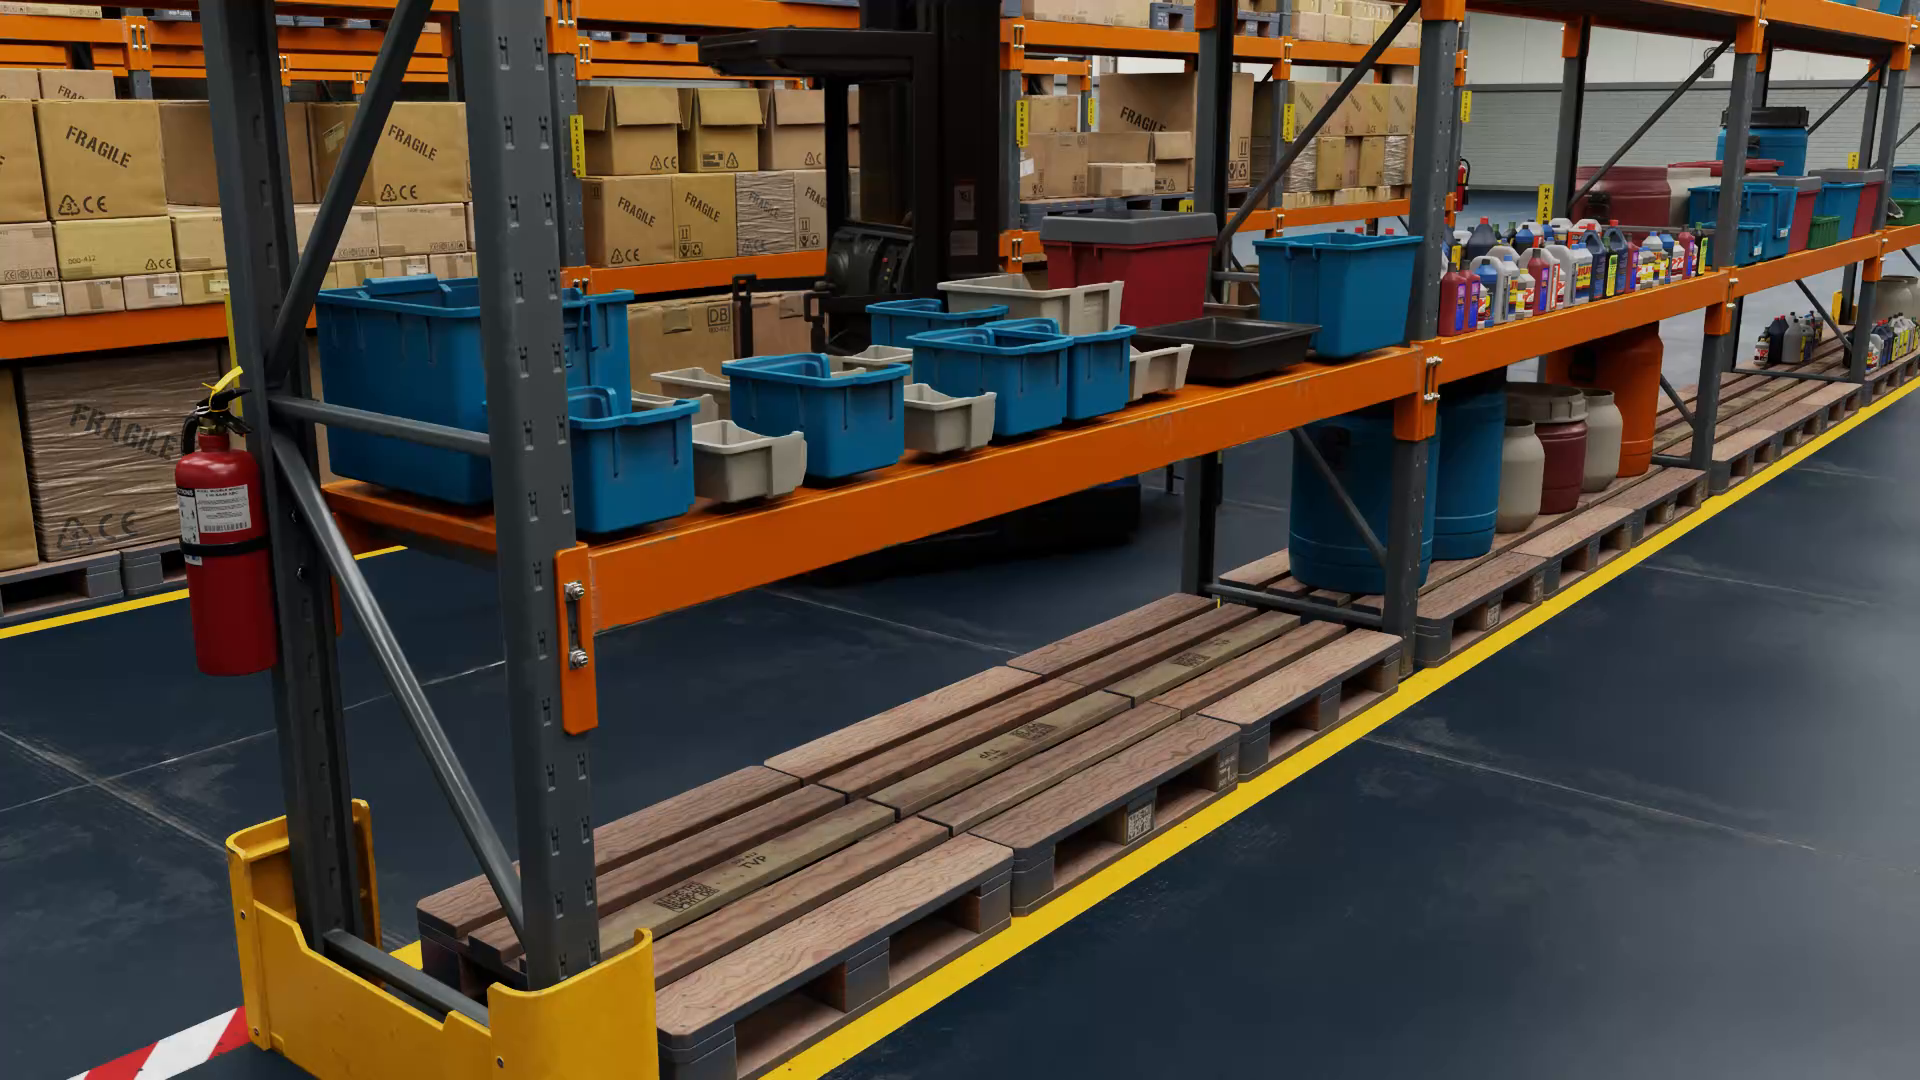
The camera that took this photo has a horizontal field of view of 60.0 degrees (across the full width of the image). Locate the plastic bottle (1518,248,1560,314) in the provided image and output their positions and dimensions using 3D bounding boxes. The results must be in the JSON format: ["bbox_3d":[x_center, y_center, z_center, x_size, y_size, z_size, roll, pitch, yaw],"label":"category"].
[{"bbox_3d":[2.523,-1.136,7.256,0.152,0.276,0.135,11,18,38],"label":"plastic bottle"}]

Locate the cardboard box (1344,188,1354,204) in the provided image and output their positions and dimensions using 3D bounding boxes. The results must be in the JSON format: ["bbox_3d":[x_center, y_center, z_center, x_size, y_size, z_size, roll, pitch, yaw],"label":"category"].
[{"bbox_3d":[3.665,-3.404,16.441,0.380,0.149,0.250,11,18,38],"label":"cardboard box"}]

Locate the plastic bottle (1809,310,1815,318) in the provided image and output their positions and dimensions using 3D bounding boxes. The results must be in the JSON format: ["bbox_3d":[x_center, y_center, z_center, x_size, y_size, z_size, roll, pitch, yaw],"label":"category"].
[{"bbox_3d":[7.357,-1.845,14.416,0.061,0.283,0.133,12,18,38],"label":"plastic bottle"}]

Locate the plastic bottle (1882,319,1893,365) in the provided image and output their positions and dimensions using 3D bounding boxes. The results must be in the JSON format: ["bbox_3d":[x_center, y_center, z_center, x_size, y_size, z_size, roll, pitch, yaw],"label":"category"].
[{"bbox_3d":[7.330,-1.577,13.227,0.144,0.351,0.185,10,18,35],"label":"plastic bottle"}]

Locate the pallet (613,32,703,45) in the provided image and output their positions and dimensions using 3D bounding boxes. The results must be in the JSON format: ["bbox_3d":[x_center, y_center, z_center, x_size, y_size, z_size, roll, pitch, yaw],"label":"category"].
[{"bbox_3d":[-2.715,-5.017,16.572,1.003,0.211,1.213,12,19,40],"label":"pallet"}]

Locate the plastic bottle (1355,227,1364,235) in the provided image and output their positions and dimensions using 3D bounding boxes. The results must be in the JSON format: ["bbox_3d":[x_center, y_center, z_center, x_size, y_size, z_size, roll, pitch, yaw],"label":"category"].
[{"bbox_3d":[1.793,-1.228,7.463,0.144,0.351,0.185,11,18,38],"label":"plastic bottle"}]

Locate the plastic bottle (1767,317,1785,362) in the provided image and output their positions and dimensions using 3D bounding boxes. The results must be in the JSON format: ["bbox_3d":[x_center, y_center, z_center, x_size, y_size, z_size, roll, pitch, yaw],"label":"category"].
[{"bbox_3d":[6.562,-1.619,13.390,0.144,0.351,0.185,11,18,36],"label":"plastic bottle"}]

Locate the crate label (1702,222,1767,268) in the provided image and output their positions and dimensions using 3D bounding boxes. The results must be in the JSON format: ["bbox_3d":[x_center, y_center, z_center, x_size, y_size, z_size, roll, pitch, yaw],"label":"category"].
[{"bbox_3d":[4.424,-1.697,9.551,0.303,0.233,0.416,11,18,38],"label":"crate label"}]

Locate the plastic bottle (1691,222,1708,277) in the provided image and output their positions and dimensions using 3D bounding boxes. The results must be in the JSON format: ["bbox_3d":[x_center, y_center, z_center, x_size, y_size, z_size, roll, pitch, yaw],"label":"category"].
[{"bbox_3d":[3.945,-1.555,8.891,0.061,0.283,0.133,11,18,38],"label":"plastic bottle"}]

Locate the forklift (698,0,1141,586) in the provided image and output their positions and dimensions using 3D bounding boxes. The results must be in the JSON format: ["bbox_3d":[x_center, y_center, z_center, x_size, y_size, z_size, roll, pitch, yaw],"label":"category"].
[{"bbox_3d":[-0.624,-1.354,8.002,3.031,2.935,1.130,-7,16,-25],"label":"forklift"}]

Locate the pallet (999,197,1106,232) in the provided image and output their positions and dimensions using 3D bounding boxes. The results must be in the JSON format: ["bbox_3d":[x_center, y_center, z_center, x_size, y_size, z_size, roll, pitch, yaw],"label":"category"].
[{"bbox_3d":[0.380,-2.582,13.084,1.213,0.211,1.003,11,18,38],"label":"pallet"}]

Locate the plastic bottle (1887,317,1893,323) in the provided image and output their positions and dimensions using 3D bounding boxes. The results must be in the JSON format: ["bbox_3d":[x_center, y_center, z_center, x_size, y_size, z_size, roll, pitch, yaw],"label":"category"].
[{"bbox_3d":[7.819,-1.737,13.992,0.061,0.283,0.133,11,18,38],"label":"plastic bottle"}]

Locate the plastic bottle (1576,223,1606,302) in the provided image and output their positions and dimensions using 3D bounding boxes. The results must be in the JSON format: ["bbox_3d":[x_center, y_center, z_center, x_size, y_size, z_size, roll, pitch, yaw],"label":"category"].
[{"bbox_3d":[2.894,-1.284,7.686,0.144,0.351,0.185,11,18,38],"label":"plastic bottle"}]

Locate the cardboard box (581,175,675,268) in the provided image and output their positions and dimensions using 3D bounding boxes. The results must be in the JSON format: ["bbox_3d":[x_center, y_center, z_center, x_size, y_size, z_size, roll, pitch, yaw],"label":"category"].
[{"bbox_3d":[-2.015,-1.854,9.625,0.500,0.500,0.500,11,18,38],"label":"cardboard box"}]

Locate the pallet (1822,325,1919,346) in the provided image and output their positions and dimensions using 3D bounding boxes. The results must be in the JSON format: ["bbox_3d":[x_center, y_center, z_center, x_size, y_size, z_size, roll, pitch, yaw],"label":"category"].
[{"bbox_3d":[8.370,-1.759,15.120,1.003,0.211,1.213,11,18,38],"label":"pallet"}]

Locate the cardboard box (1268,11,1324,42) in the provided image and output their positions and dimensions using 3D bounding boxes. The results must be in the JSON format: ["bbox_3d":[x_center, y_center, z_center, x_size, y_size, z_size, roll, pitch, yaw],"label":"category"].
[{"bbox_3d":[3.011,-4.716,15.306,0.500,0.250,0.500,10,18,35],"label":"cardboard box"}]

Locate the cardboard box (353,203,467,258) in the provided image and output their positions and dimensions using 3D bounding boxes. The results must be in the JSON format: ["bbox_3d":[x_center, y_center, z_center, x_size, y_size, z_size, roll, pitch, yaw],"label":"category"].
[{"bbox_3d":[-2.896,-1.603,8.540,0.500,0.250,0.500,12,19,39],"label":"cardboard box"}]

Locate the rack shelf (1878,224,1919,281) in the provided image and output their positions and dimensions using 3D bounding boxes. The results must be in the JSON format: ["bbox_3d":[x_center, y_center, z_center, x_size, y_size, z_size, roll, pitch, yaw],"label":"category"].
[{"bbox_3d":[7.639,-2.556,14.053,1.077,0.370,4.000,11,18,38],"label":"rack shelf"}]

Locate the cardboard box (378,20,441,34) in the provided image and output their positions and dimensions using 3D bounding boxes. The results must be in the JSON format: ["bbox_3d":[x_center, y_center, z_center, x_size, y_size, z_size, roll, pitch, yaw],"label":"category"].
[{"bbox_3d":[-4.562,-4.470,13.830,0.500,0.500,0.500,11,18,38],"label":"cardboard box"}]

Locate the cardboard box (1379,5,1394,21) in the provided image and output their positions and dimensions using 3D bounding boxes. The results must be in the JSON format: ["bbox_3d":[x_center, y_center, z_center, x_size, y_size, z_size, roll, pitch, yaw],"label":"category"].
[{"bbox_3d":[4.080,-5.234,16.535,0.380,0.149,0.250,10,17,35],"label":"cardboard box"}]

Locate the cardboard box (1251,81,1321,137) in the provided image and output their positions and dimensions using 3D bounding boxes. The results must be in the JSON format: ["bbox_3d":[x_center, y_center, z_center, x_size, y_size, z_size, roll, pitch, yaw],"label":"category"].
[{"bbox_3d":[3.010,-4.012,15.486,0.500,0.500,0.500,11,18,38],"label":"cardboard box"}]

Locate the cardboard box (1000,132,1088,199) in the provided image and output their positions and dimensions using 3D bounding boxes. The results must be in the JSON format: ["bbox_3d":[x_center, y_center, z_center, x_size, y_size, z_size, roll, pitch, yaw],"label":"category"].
[{"bbox_3d":[0.596,-3.006,13.307,0.500,0.500,0.700,-13,19,-41],"label":"cardboard box"}]

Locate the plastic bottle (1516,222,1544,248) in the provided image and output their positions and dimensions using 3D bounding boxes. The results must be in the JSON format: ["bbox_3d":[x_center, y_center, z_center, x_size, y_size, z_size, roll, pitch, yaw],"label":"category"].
[{"bbox_3d":[3.053,-1.574,8.978,0.152,0.276,0.135,11,18,38],"label":"plastic bottle"}]

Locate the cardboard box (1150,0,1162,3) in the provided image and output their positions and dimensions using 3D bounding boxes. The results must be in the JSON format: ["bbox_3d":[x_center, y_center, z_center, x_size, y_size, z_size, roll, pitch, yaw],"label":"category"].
[{"bbox_3d":[1.428,-4.458,13.607,0.380,0.166,0.250,11,18,36],"label":"cardboard box"}]

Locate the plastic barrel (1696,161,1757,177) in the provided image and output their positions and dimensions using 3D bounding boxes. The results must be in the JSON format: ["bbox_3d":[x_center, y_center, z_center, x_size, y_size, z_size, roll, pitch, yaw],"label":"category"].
[{"bbox_3d":[5.148,-2.298,11.299,0.433,0.535,0.433,0,14,0],"label":"plastic barrel"}]

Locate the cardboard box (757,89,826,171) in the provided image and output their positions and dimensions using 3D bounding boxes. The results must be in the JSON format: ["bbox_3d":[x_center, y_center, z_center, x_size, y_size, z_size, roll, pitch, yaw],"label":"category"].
[{"bbox_3d":[-1.285,-2.665,10.782,0.797,0.503,0.637,12,19,39],"label":"cardboard box"}]

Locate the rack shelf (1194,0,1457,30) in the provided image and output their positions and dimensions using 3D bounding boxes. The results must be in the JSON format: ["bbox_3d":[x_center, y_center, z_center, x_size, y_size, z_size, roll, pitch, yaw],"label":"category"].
[{"bbox_3d":[0.096,-1.712,4.637,1.077,0.370,4.000,11,18,38],"label":"rack shelf"}]

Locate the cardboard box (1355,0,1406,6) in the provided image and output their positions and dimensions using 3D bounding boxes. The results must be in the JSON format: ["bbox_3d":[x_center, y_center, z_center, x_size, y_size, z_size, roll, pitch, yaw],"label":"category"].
[{"bbox_3d":[4.266,-5.607,16.687,0.500,0.500,0.500,11,18,38],"label":"cardboard box"}]

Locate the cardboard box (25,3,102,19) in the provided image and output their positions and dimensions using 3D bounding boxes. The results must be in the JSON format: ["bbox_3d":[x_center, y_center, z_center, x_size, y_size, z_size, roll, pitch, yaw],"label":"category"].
[{"bbox_3d":[-6.392,-3.788,11.655,0.500,0.250,0.500,12,18,39],"label":"cardboard box"}]

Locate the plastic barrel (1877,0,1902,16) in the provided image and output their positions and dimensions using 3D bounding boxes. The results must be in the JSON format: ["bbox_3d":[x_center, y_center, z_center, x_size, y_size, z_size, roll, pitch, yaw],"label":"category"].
[{"bbox_3d":[6.231,-4.087,11.510,0.600,0.901,0.708,11,18,38],"label":"plastic barrel"}]

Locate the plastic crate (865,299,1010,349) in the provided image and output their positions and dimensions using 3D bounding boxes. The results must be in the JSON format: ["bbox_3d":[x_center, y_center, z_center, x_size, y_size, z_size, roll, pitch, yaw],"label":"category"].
[{"bbox_3d":[-0.069,-0.604,5.128,0.416,0.233,0.300,11,18,38],"label":"plastic crate"}]

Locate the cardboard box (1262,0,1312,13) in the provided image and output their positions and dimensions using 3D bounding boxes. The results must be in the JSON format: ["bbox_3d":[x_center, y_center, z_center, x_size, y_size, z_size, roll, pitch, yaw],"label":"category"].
[{"bbox_3d":[2.973,-4.877,15.131,0.380,0.149,0.250,11,18,36],"label":"cardboard box"}]

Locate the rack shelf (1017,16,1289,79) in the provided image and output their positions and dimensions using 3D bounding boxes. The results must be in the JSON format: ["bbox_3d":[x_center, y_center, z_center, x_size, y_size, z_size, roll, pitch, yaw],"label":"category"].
[{"bbox_3d":[1.272,-4.010,13.685,1.077,0.370,4.000,11,18,38],"label":"rack shelf"}]

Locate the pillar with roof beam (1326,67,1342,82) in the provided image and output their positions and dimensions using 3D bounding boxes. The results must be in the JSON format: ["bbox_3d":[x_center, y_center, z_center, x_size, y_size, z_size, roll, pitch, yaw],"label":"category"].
[{"bbox_3d":[14.537,-14.348,46.826,9.100,9.000,0.400,11,18,38],"label":"pillar with roof beam"}]

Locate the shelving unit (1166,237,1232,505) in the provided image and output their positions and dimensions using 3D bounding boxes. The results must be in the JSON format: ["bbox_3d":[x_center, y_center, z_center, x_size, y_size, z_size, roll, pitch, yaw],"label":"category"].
[{"bbox_3d":[1.068,-0.906,9.143,0.755,1.500,0.431,-12,19,-40],"label":"shelving unit"}]

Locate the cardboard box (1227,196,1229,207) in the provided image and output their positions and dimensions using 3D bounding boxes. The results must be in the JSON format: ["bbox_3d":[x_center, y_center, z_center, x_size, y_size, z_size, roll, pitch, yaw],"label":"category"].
[{"bbox_3d":[2.436,-3.253,15.846,0.380,0.149,0.250,11,18,38],"label":"cardboard box"}]

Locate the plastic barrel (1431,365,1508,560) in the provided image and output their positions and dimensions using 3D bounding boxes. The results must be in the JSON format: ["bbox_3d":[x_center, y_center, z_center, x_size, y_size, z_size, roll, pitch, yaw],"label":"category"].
[{"bbox_3d":[2.154,-0.413,7.566,0.600,0.901,0.708,11,18,38],"label":"plastic barrel"}]

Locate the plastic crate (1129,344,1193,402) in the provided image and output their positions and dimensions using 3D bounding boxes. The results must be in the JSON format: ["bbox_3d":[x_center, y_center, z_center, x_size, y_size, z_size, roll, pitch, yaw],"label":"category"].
[{"bbox_3d":[0.493,-0.511,4.955,0.293,0.136,0.466,11,18,38],"label":"plastic crate"}]

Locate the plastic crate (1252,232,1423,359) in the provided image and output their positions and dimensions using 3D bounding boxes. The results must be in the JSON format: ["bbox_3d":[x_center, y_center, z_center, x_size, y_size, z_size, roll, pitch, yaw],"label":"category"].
[{"bbox_3d":[1.325,-0.869,5.861,0.392,0.384,0.575,11,18,38],"label":"plastic crate"}]

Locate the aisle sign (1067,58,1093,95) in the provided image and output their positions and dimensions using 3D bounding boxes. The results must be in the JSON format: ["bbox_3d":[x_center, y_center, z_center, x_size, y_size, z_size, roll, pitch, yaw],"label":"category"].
[{"bbox_3d":[1.527,-6.068,21.137,0.394,0.787,0.004,11,18,38],"label":"aisle sign"}]

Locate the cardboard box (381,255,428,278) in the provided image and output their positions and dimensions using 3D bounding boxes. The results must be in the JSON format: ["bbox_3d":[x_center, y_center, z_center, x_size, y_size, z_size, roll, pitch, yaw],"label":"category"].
[{"bbox_3d":[-2.921,-1.377,8.463,0.380,0.149,0.250,12,18,39],"label":"cardboard box"}]

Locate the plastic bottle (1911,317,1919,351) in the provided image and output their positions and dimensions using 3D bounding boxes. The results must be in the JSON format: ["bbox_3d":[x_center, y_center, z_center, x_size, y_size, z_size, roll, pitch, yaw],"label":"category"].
[{"bbox_3d":[8.023,-1.740,14.002,0.061,0.283,0.133,12,18,39],"label":"plastic bottle"}]

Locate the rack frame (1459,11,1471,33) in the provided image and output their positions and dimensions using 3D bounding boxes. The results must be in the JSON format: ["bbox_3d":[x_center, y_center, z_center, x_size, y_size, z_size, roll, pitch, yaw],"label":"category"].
[{"bbox_3d":[5.043,-6.962,17.750,1.000,3.000,0.127,11,18,38],"label":"rack frame"}]

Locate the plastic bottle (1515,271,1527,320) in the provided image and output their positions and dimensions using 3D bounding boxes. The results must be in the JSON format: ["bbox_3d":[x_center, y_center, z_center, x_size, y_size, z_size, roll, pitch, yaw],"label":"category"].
[{"bbox_3d":[2.326,-1.030,6.987,0.097,0.201,0.097,0,14,0],"label":"plastic bottle"}]

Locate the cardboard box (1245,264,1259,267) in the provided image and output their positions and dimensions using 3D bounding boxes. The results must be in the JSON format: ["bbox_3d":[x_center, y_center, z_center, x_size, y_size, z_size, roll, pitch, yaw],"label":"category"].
[{"bbox_3d":[3.166,-2.461,16.443,0.500,0.500,0.500,-9,17,-32],"label":"cardboard box"}]

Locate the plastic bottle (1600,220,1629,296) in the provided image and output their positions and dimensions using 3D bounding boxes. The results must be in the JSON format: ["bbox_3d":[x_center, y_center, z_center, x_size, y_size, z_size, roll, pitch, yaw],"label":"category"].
[{"bbox_3d":[3.094,-1.345,7.926,0.144,0.351,0.185,11,18,38],"label":"plastic bottle"}]

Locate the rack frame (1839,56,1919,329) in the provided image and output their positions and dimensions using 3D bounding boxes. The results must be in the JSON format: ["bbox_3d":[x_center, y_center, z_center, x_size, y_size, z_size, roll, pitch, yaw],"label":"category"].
[{"bbox_3d":[8.896,-3.288,15.472,1.000,3.000,0.127,11,18,38],"label":"rack frame"}]

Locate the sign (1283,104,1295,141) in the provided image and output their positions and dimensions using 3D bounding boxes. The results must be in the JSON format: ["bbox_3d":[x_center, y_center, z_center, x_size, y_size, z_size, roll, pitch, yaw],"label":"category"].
[{"bbox_3d":[2.963,-3.764,14.996,0.100,0.325,0.005,11,18,38],"label":"sign"}]

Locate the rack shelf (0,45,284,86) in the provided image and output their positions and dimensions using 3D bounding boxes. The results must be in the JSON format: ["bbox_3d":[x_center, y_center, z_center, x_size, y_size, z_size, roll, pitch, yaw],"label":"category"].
[{"bbox_3d":[-8.950,-4.778,16.707,1.077,0.370,4.000,11,18,38],"label":"rack shelf"}]

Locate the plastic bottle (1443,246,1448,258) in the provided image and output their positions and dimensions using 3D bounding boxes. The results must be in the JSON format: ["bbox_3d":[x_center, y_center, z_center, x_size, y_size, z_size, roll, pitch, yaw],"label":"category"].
[{"bbox_3d":[2.235,-1.274,7.805,0.097,0.271,0.097,0,14,0],"label":"plastic bottle"}]

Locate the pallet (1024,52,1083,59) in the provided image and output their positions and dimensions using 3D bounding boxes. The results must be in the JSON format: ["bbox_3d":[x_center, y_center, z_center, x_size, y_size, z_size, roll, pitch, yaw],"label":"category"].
[{"bbox_3d":[0.791,-6.108,20.663,1.003,0.211,1.213,11,18,38],"label":"pallet"}]

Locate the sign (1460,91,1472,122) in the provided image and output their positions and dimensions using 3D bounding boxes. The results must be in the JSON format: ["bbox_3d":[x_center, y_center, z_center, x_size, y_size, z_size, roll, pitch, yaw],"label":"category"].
[{"bbox_3d":[5.462,-4.679,17.954,0.100,0.325,0.005,11,18,38],"label":"sign"}]

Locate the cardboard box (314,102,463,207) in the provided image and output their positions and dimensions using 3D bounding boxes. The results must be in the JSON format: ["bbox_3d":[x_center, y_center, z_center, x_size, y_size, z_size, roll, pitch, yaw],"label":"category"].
[{"bbox_3d":[-2.898,-1.966,8.448,0.500,0.500,0.500,11,18,38],"label":"cardboard box"}]
